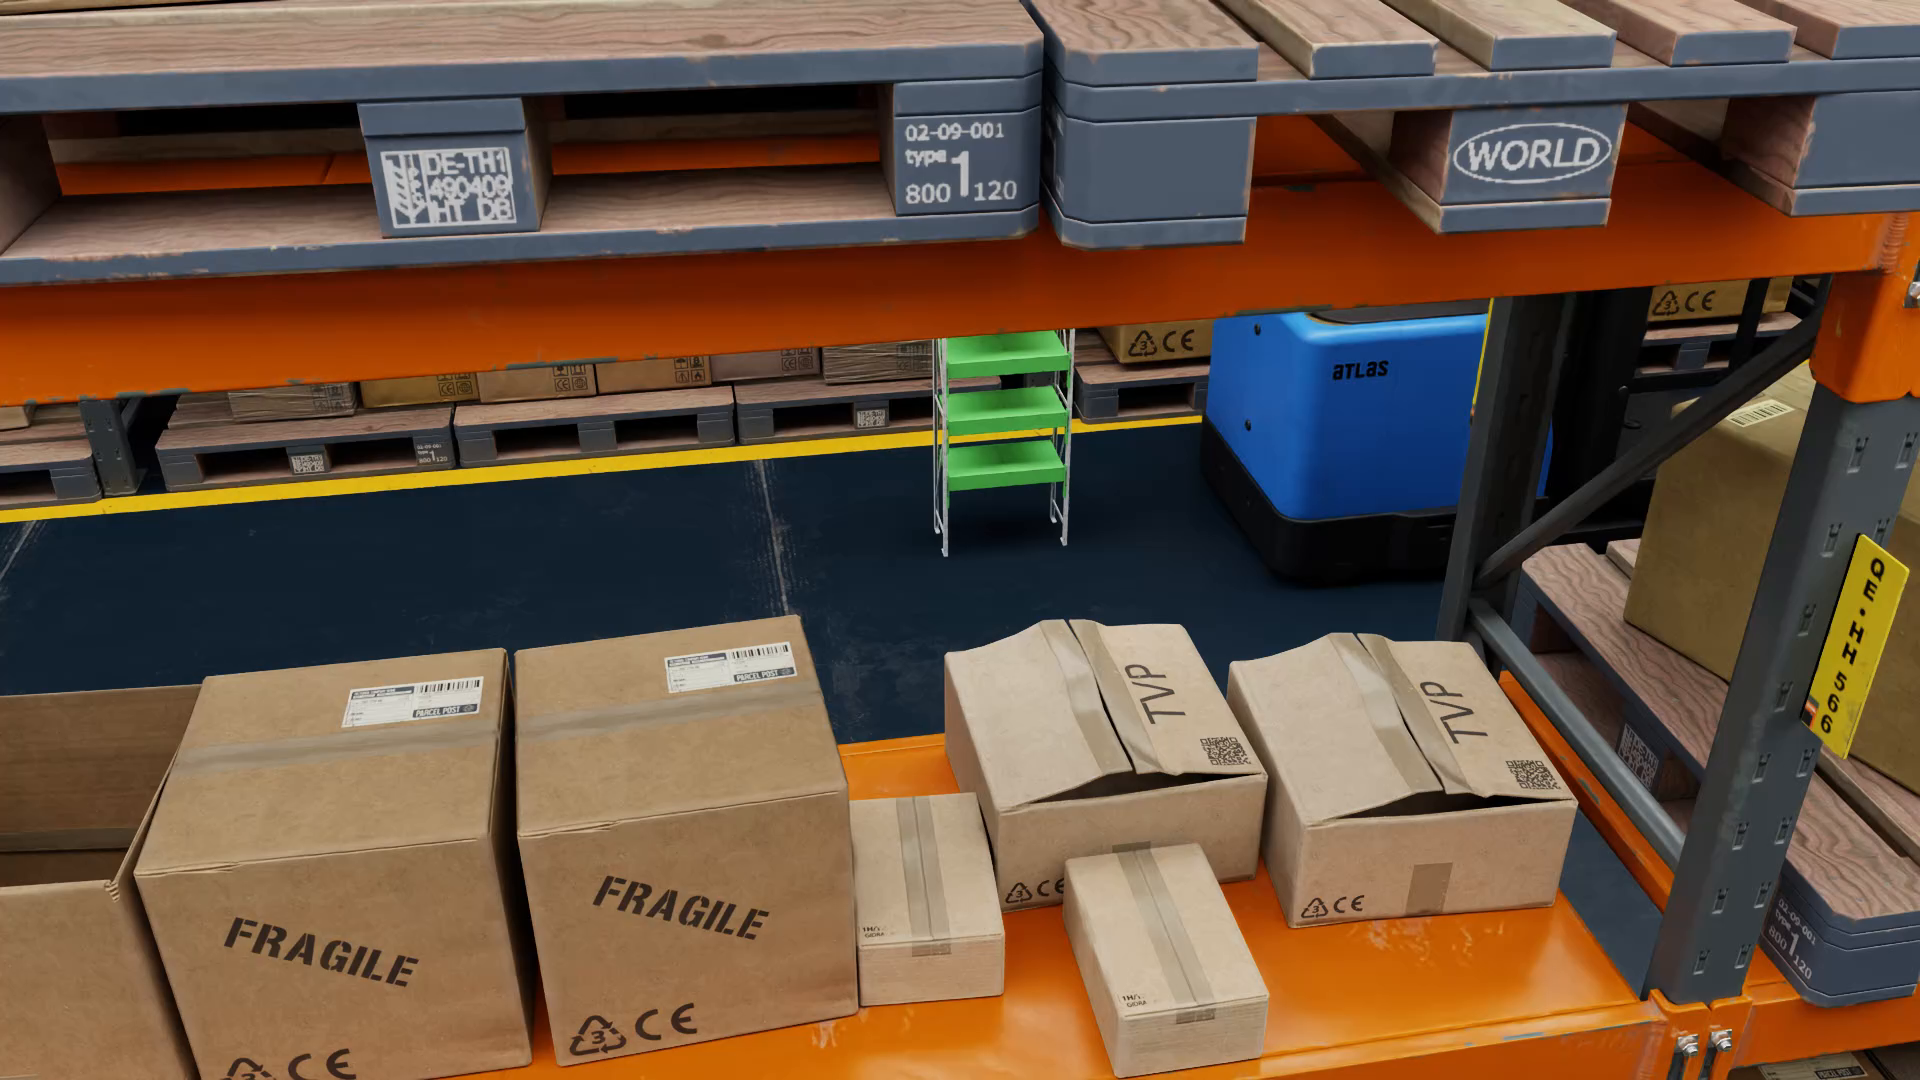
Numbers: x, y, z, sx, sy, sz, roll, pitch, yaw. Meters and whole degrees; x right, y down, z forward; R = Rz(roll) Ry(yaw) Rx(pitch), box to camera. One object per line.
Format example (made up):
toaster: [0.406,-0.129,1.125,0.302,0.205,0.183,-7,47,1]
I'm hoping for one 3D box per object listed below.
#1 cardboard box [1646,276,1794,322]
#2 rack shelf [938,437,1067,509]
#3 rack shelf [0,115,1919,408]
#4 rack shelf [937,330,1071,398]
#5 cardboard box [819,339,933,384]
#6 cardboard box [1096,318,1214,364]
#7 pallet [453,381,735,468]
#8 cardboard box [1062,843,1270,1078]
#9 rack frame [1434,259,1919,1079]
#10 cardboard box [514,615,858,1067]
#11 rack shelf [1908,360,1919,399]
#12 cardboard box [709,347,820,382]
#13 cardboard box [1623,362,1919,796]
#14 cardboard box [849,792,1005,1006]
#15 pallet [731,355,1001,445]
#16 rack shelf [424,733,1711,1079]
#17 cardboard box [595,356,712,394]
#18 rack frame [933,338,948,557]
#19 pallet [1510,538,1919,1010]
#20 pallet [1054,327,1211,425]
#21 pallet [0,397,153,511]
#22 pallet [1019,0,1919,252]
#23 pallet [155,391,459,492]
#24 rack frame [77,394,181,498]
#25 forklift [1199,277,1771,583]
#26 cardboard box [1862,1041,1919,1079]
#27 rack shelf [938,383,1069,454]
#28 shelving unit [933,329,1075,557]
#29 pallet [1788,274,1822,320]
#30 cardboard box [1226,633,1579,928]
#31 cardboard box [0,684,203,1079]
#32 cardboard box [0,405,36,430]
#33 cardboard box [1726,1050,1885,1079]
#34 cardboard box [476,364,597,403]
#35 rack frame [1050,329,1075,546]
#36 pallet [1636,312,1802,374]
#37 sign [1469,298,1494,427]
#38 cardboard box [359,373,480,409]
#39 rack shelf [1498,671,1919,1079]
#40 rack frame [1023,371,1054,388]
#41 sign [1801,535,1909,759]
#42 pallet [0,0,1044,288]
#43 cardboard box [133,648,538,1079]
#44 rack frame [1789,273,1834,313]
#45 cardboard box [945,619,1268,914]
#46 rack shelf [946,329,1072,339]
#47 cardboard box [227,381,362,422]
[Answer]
cardboard box: [3.599,-1.586,8.194,0.750,0.750,0.750,-5,31,-8]
rack shelf: [0.163,-0.270,6.626,0.480,0.148,0.258,-5,31,-9]
rack shelf: [-0.791,-0.421,2.258,4.000,0.370,1.077,-5,31,-9]
rack shelf: [0.163,-0.684,6.382,0.480,0.148,0.258,-5,31,-9]
cardboard box: [-0.419,-1.111,7.712,0.500,0.500,0.700,-5,31,-8]
cardboard box: [1.027,-1.347,7.787,0.750,0.750,0.750,-6,31,-10]
pallet: [-1.687,-0.708,7.746,1.213,0.211,1.003,-5,31,-9]
cardboard box: [0.341,0.707,2.836,0.250,0.149,0.380,-5,31,-9]
rack frame: [1.175,0.377,3.149,0.053,2.616,0.949,-5,31,-9]
cardboard box: [-0.472,0.497,2.846,0.500,0.500,0.500,-7,31,-12]
rack shelf: [3.143,-0.787,2.879,4.000,0.370,1.077,-5,31,-9]
cardboard box: [-0.947,-1.122,7.731,0.500,0.500,0.700,-5,31,-9]
cardboard box: [1.775,0.041,3.208,0.500,0.500,0.700,-16,34,-25]
cardboard box: [-0.068,0.632,2.964,0.250,0.149,0.380,-3,31,-5]
pallet: [-0.489,-0.818,7.933,1.213,0.211,1.003,-5,31,-9]
rack shelf: [-0.791,0.872,3.018,4.000,0.370,1.077,-5,31,-9]
cardboard box: [-1.430,-1.062,7.629,0.500,0.500,0.700,-5,31,-9]
rack frame: [-0.077,-0.510,6.434,0.015,1.200,0.240,-5,31,-9]
pallet: [1.830,0.365,3.359,1.003,0.211,1.213,-5,31,-9]
pallet: [1.069,-0.923,8.111,1.213,0.211,1.003,-5,31,-9]
pallet: [-4.309,-0.444,7.297,1.213,0.211,1.003,-5,31,-9]
pallet: [0.524,-0.726,2.252,1.003,0.211,1.213,-4,31,-7]
pallet: [-2.889,-0.595,7.554,1.213,0.211,1.003,-5,31,-9]
rack frame: [-3.655,-1.725,6.725,0.127,3.000,1.000,-5,31,-9]
forklift: [2.598,-1.463,6.346,3.031,2.935,1.130,-6,31,-10]
cardboard box: [2.189,1.317,3.583,0.500,0.500,0.500,-6,31,-11]
rack shelf: [0.163,-0.477,6.504,0.480,0.148,0.258,-5,31,-9]
shelving unit: [0.163,-0.532,6.472,0.503,1.200,0.258,-5,31,-9]
pallet: [4.977,-1.284,8.725,1.213,0.211,1.003,-5,31,-9]
cardboard box: [0.810,0.429,3.149,0.500,0.311,0.500,-3,31,-6]
cardboard box: [-1.482,0.591,2.687,0.500,0.500,0.500,-3,31,-5]
cardboard box: [-4.176,-0.630,7.223,0.250,0.166,0.380,-9,32,-15]
cardboard box: [1.675,1.368,3.497,0.500,0.500,0.500,-4,31,-7]
cardboard box: [-1.925,-1.012,7.543,0.500,0.500,0.700,-5,31,-8]
rack frame: [0.403,-0.555,6.509,0.015,1.200,0.240,-5,31,-9]
pallet: [3.469,-1.146,8.490,1.213,0.211,1.003,-5,31,-9]
sign: [1.069,-0.356,3.331,0.005,0.325,0.100,-5,31,-9]
cardboard box: [-2.434,-0.985,7.498,0.500,0.500,0.700,-6,31,-10]
rack shelf: [3.143,0.507,3.639,4.000,0.370,1.077,-5,31,-9]
rack frame: [0.280,-2.090,7.346,0.127,3.000,1.000,-5,31,-9]
sign: [1.279,0.156,2.382,0.005,0.325,0.100,-5,31,-9]
pallet: [-0.575,-0.623,2.076,1.213,0.211,1.003,-4,31,-7]
cardboard box: [-0.990,0.545,2.765,0.500,0.500,0.500,-5,31,-9]
rack frame: [4.214,-2.456,7.967,0.127,3.000,1.000,-5,31,-9]
cardboard box: [0.261,0.403,3.194,0.500,0.311,0.500,-6,31,-10]
rack shelf: [0.163,-0.891,6.261,0.480,0.148,0.258,-5,31,-9]
cardboard box: [-2.934,-0.913,7.375,0.500,0.500,0.700,-4,31,-7]
